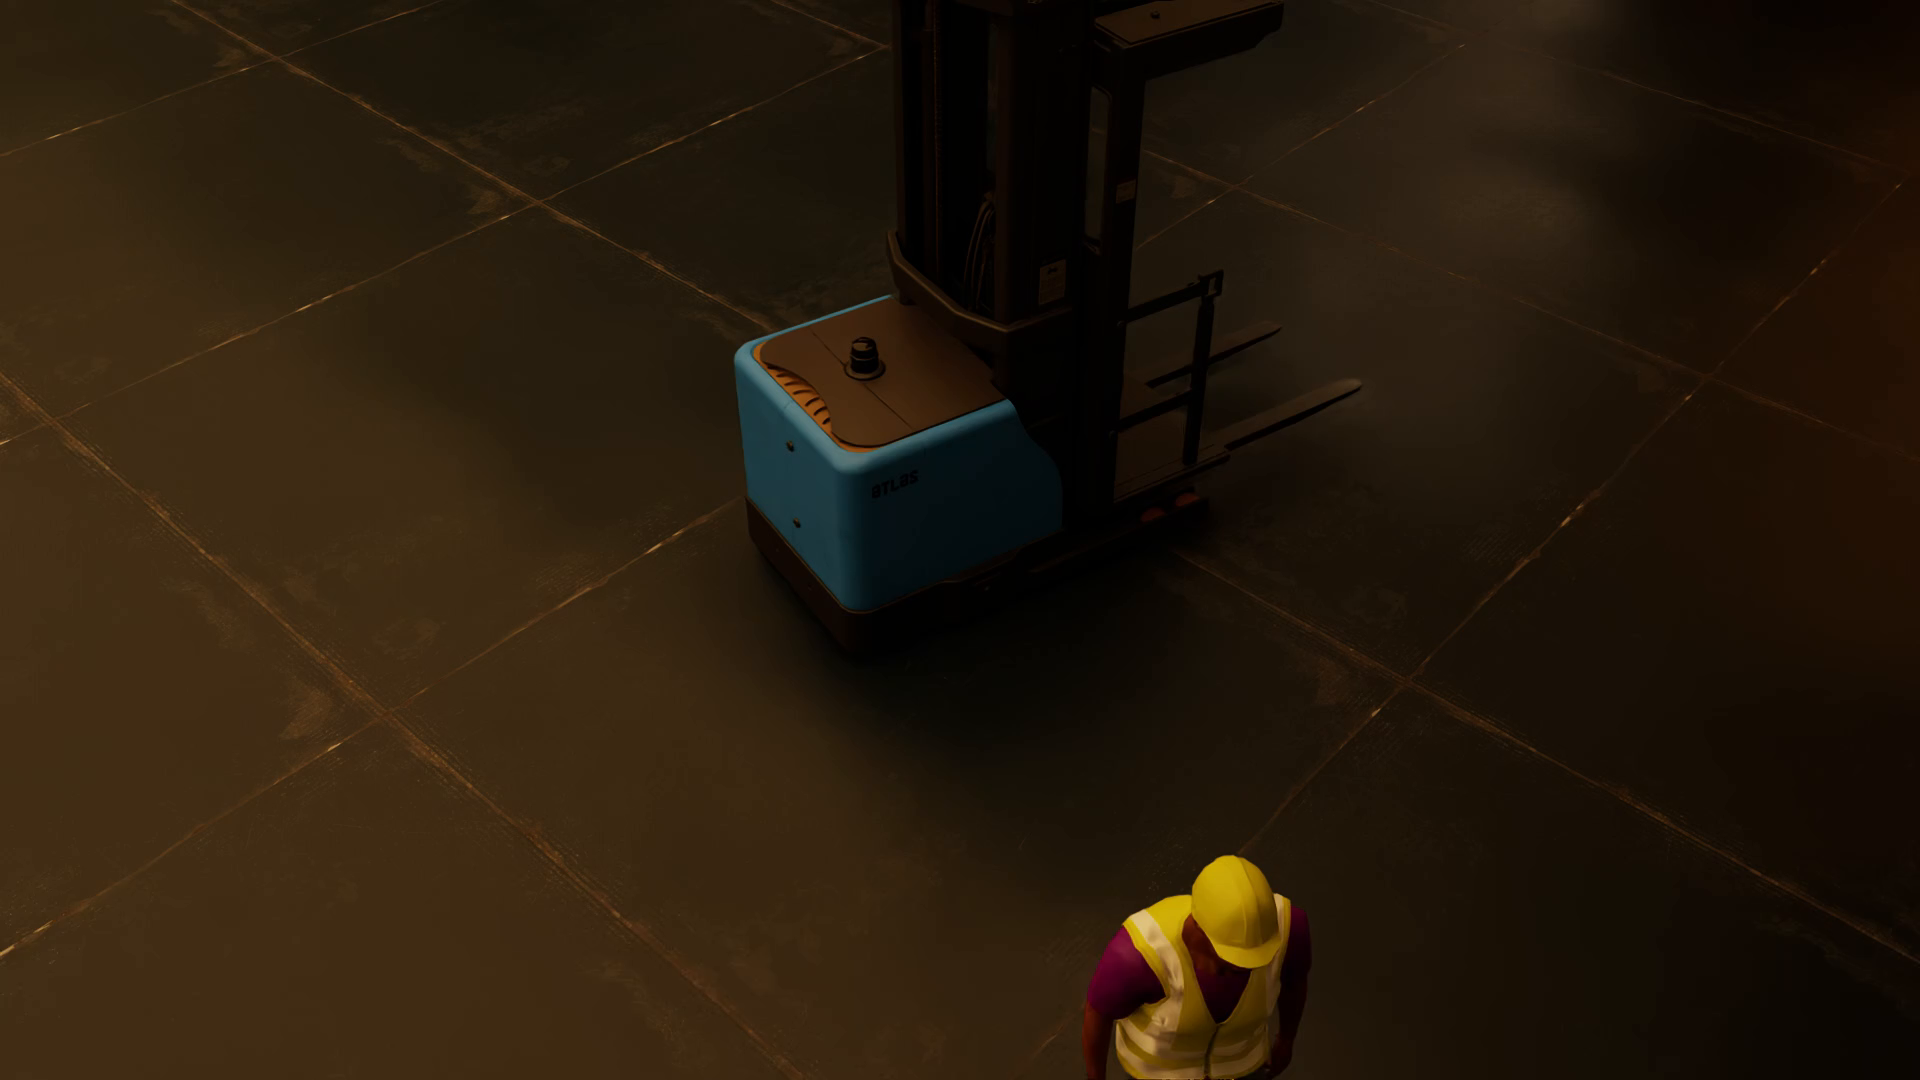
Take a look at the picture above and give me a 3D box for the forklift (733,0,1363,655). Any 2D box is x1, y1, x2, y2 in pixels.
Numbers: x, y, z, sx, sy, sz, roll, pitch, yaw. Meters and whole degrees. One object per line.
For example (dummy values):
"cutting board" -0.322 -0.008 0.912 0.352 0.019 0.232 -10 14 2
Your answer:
"forklift" 0.549 -1.367 7.022 3.031 2.935 1.130 -23 46 -24

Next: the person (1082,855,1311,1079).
"person" 0.658 1.470 4.629 0.643 1.769 0.462 -7 41 -8
